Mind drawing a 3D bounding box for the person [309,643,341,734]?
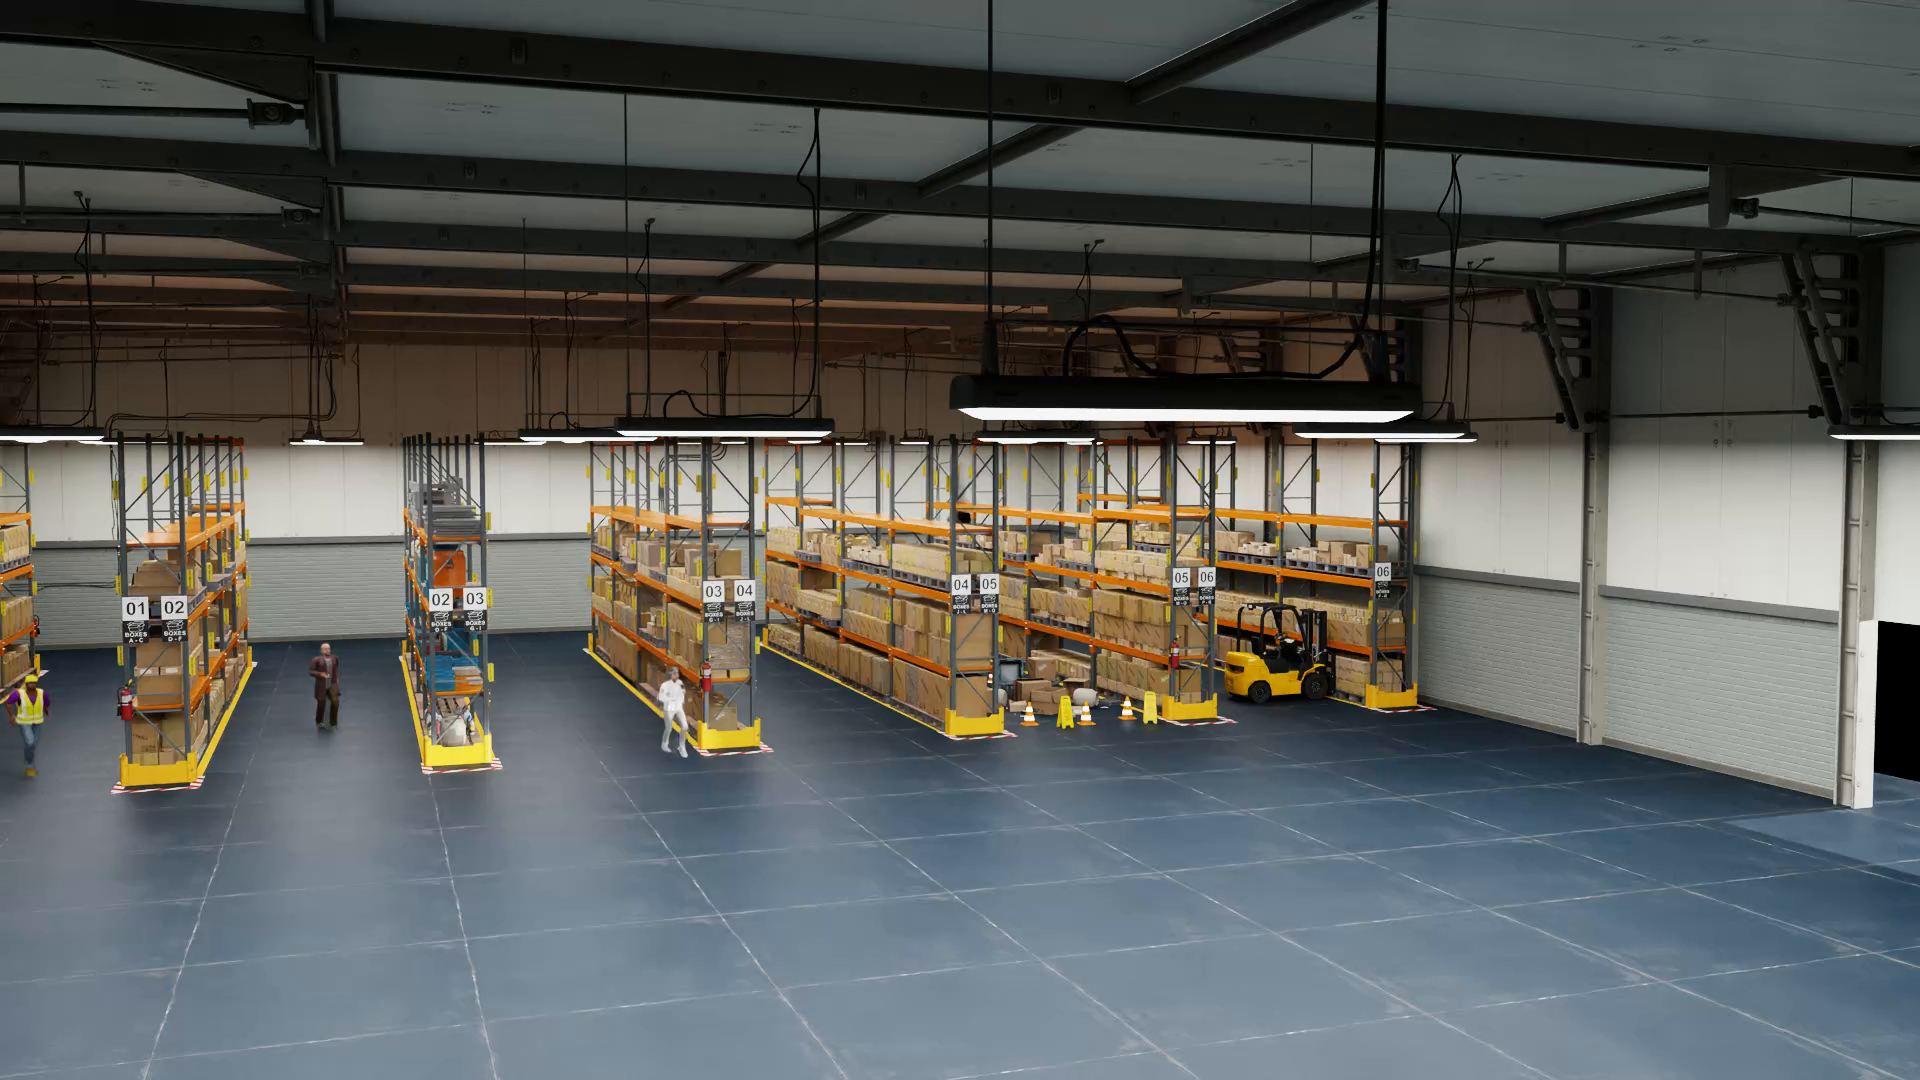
[{"bbox_3d":[-12.775,2.987,33.463,0.633,1.835,0.907,-2,4,-34],"label":"person"}]

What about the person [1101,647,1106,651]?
[{"bbox_3d":[3.890,2.468,43.357,0.620,1.704,0.856,-1,3,-19],"label":"person"}]

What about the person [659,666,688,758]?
[{"bbox_3d":[-5.333,3.185,30.888,0.625,1.718,0.794,-2,4,-34],"label":"person"}]

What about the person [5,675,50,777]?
[{"bbox_3d":[-16.282,3.252,29.133,0.865,1.813,0.626,2,4,37],"label":"person"}]
